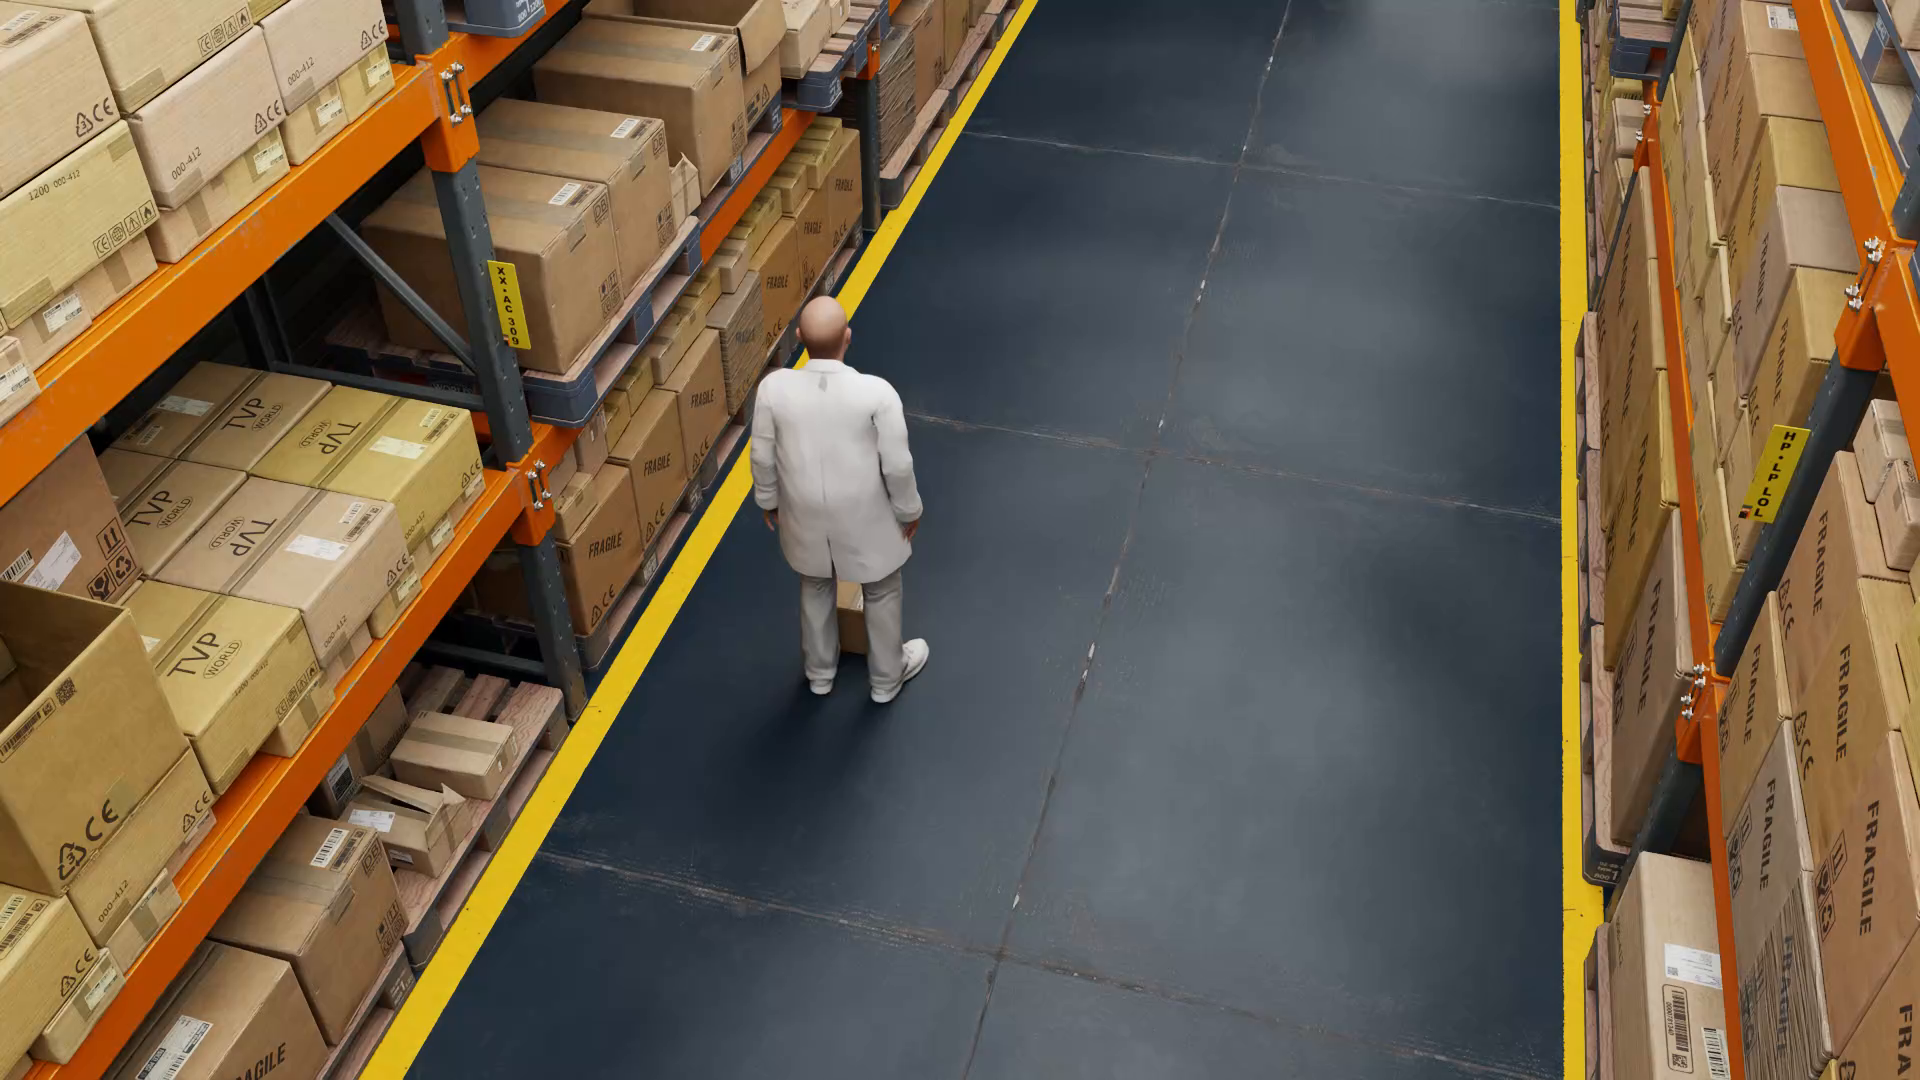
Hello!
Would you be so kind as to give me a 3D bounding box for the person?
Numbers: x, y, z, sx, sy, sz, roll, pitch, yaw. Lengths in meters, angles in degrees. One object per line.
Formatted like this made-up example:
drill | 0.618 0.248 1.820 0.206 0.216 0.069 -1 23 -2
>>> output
person | -0.462 -0.124 6.316 0.649 1.772 0.433 7 41 8
